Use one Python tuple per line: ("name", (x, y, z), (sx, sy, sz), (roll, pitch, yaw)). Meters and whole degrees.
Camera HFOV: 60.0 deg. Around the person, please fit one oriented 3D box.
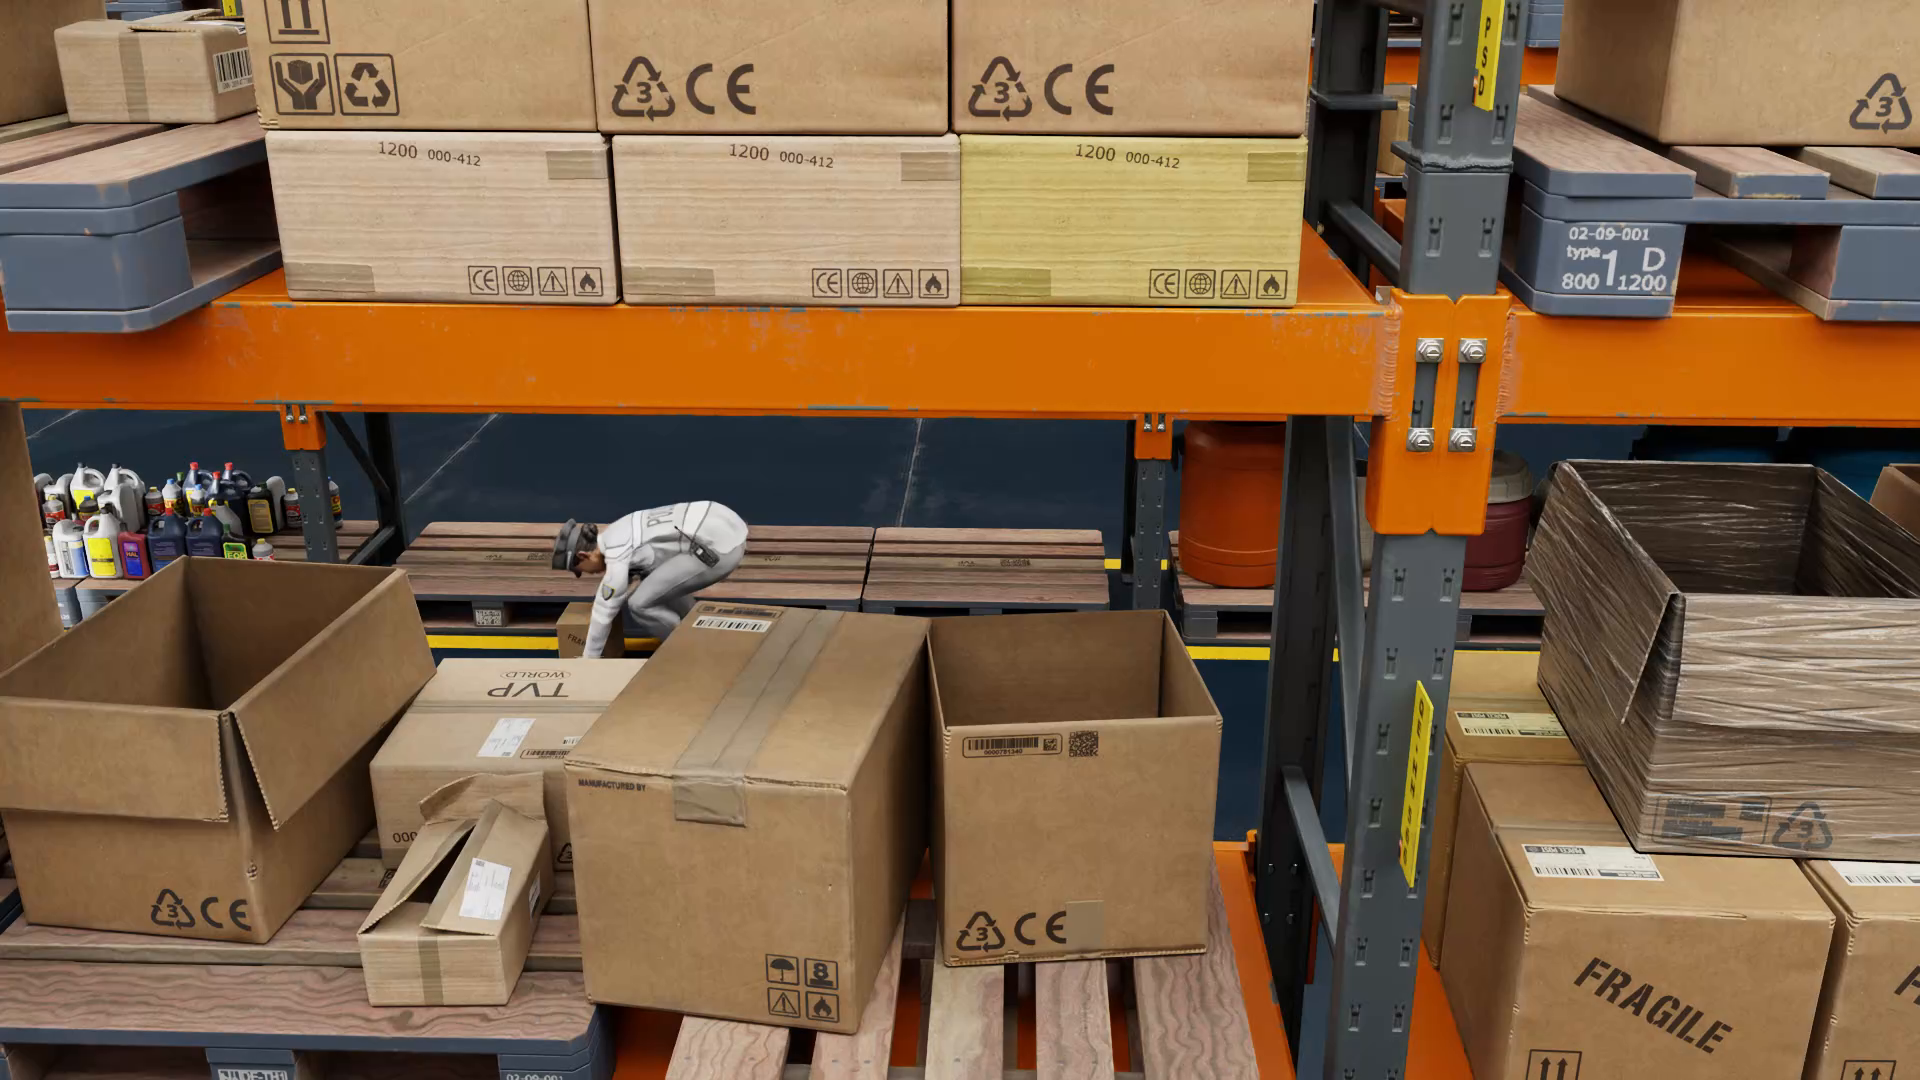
("person", (-1.436, 0.228, 7.754), (0.906, 0.801, 0.466), (0, 21, 0))
